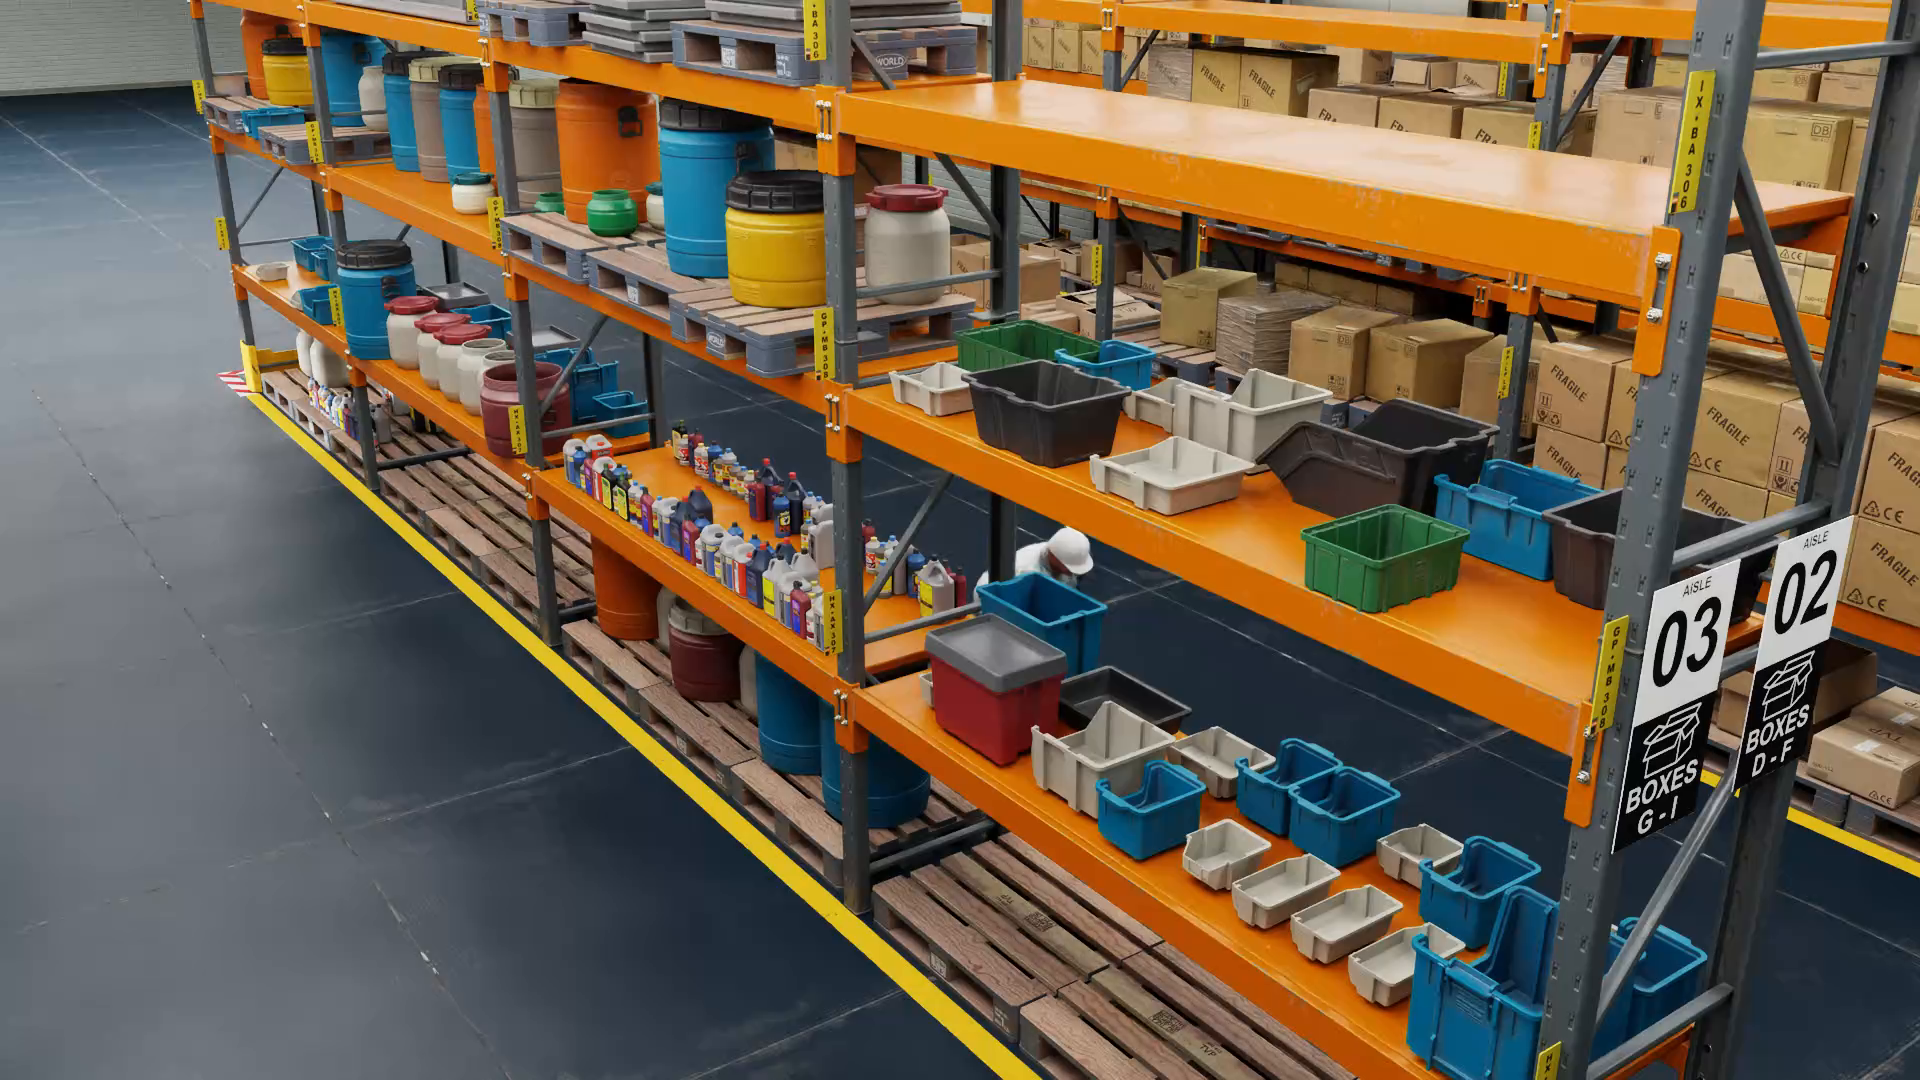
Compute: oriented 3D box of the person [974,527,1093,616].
[{"bbox_3d":[0.453,0.559,9.952,0.469,1.527,0.841,-15,26,-34],"label":"person"}]
